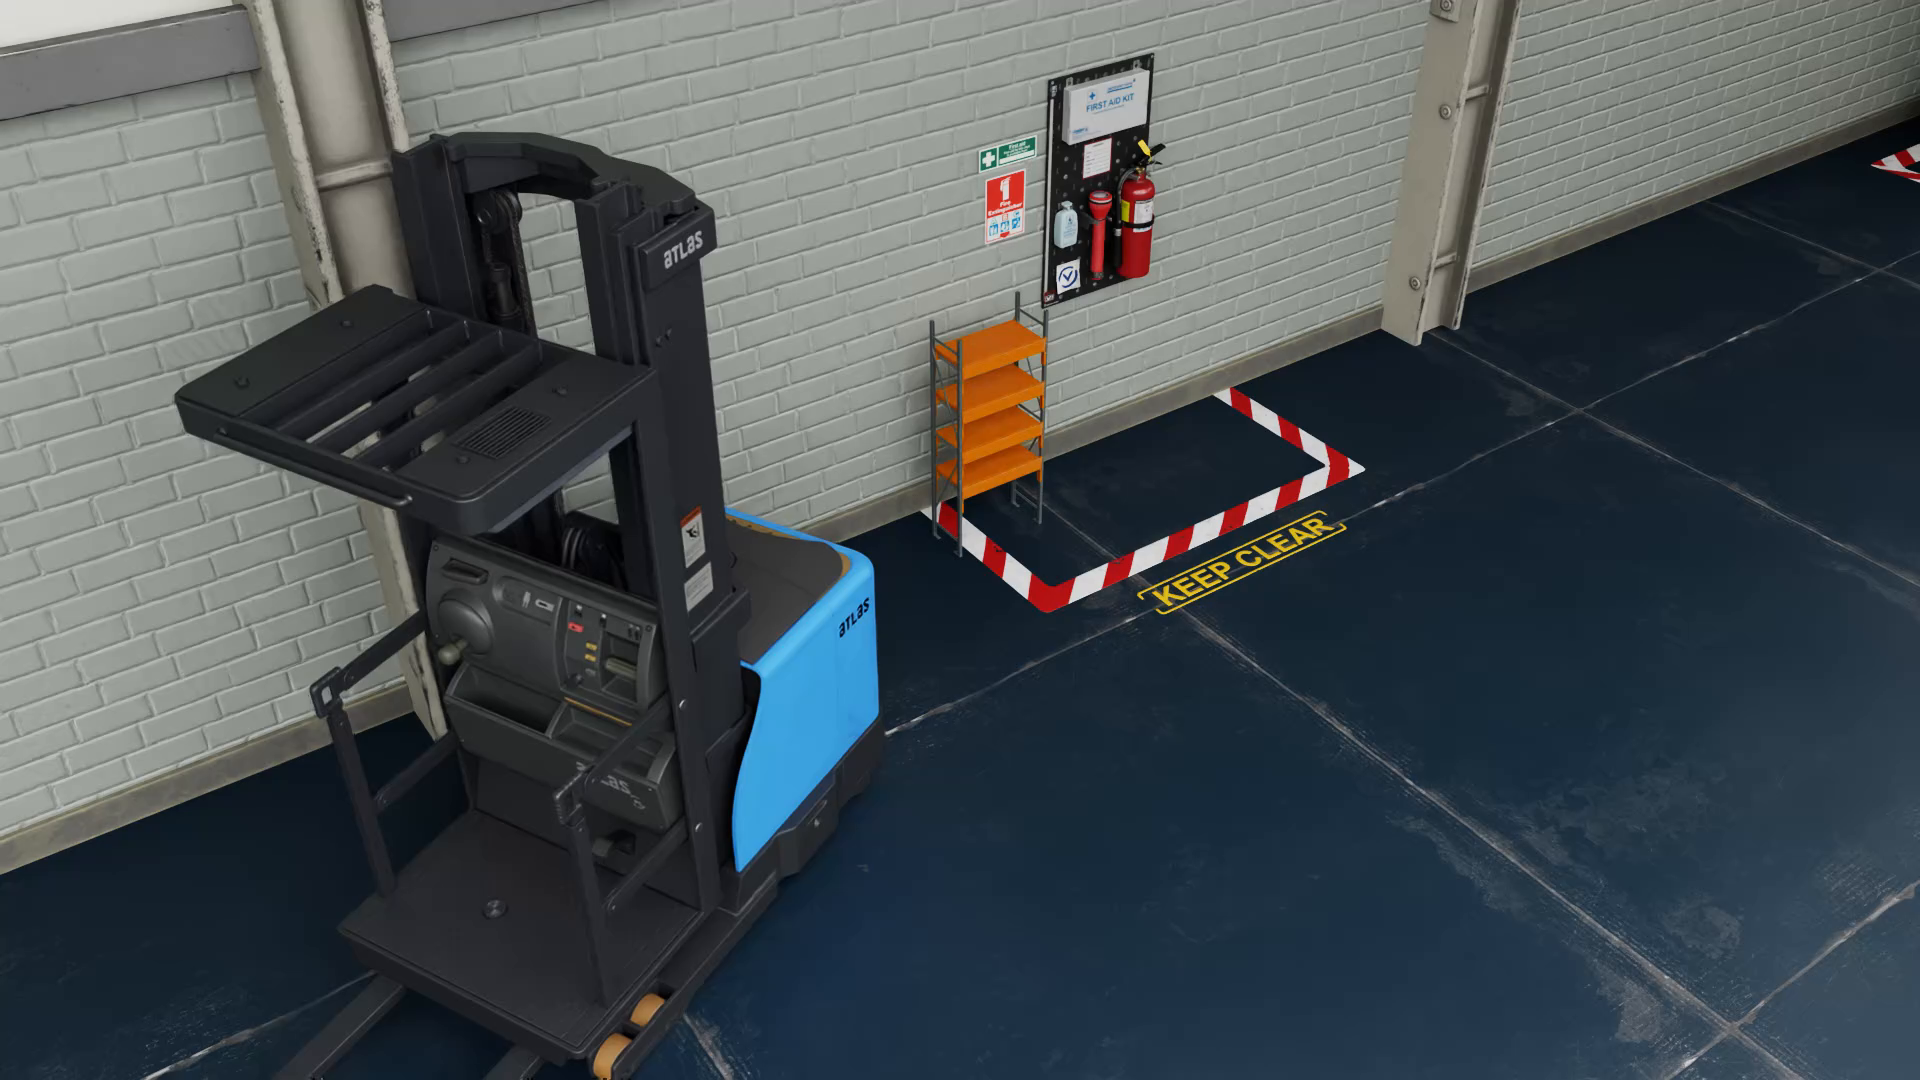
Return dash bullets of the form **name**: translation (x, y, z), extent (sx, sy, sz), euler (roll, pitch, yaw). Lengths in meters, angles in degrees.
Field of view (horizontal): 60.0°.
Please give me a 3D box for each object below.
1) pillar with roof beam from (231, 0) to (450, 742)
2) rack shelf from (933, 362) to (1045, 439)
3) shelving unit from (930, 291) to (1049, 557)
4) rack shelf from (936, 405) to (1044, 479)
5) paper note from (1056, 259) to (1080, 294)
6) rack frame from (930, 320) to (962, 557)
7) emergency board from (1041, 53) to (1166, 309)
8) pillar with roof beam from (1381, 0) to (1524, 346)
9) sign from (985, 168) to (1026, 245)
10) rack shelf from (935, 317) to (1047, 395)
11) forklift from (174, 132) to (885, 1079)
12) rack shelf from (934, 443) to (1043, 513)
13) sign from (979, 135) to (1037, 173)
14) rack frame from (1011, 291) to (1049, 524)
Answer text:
- **pillar with roof beam**: translation (0.342, -0.868, 1.750), extent (0.400, 9.000, 9.100), euler (-22, 41, -28)
- **rack shelf**: translation (0.135, -0.670, 7.886), extent (0.480, 0.148, 0.258), euler (-22, 41, -28)
- **shelving unit**: translation (0.135, -0.543, 7.977), extent (0.503, 1.200, 0.258), euler (-22, 41, -28)
- **rack shelf**: translation (0.135, -0.488, 8.016), extent (0.480, 0.148, 0.258), euler (-22, 41, -28)
- **paper note**: translation (0.540, -1.308, 8.255), extent (0.142, 0.148, 0.016), euler (-22, 41, -28)
- **rack frame**: translation (-0.064, -0.461, 7.863), extent (0.015, 1.200, 0.240), euler (-22, 41, -28)
- **emergency board**: translation (0.724, -1.693, 8.034), extent (0.643, 1.169, 0.194), euler (-22, 41, -28)
- **pillar with roof beam**: translation (5.246, -2.886, 4.556), extent (0.400, 9.000, 9.100), euler (-22, 41, -28)
- **sign**: translation (0.213, -1.570, 7.834), extent (0.234, 0.329, 0.001), euler (-22, 41, -28)
- **rack shelf**: translation (0.135, -0.862, 7.748), extent (0.480, 0.148, 0.258), euler (-22, 41, -28)
- **forklift**: translation (-1.467, 0.358, 5.242), extent (1.130, 2.935, 3.031), euler (18, 39, 23)
- **rack shelf**: translation (0.135, -0.327, 8.132), extent (0.480, 0.148, 0.258), euler (-22, 41, -28)
- **sign**: translation (0.222, -1.783, 7.675), extent (0.331, 0.109, 0.001), euler (-22, 41, -28)
- **rack frame**: translation (0.335, -0.625, 8.091), extent (0.015, 1.200, 0.240), euler (-22, 41, -28)
